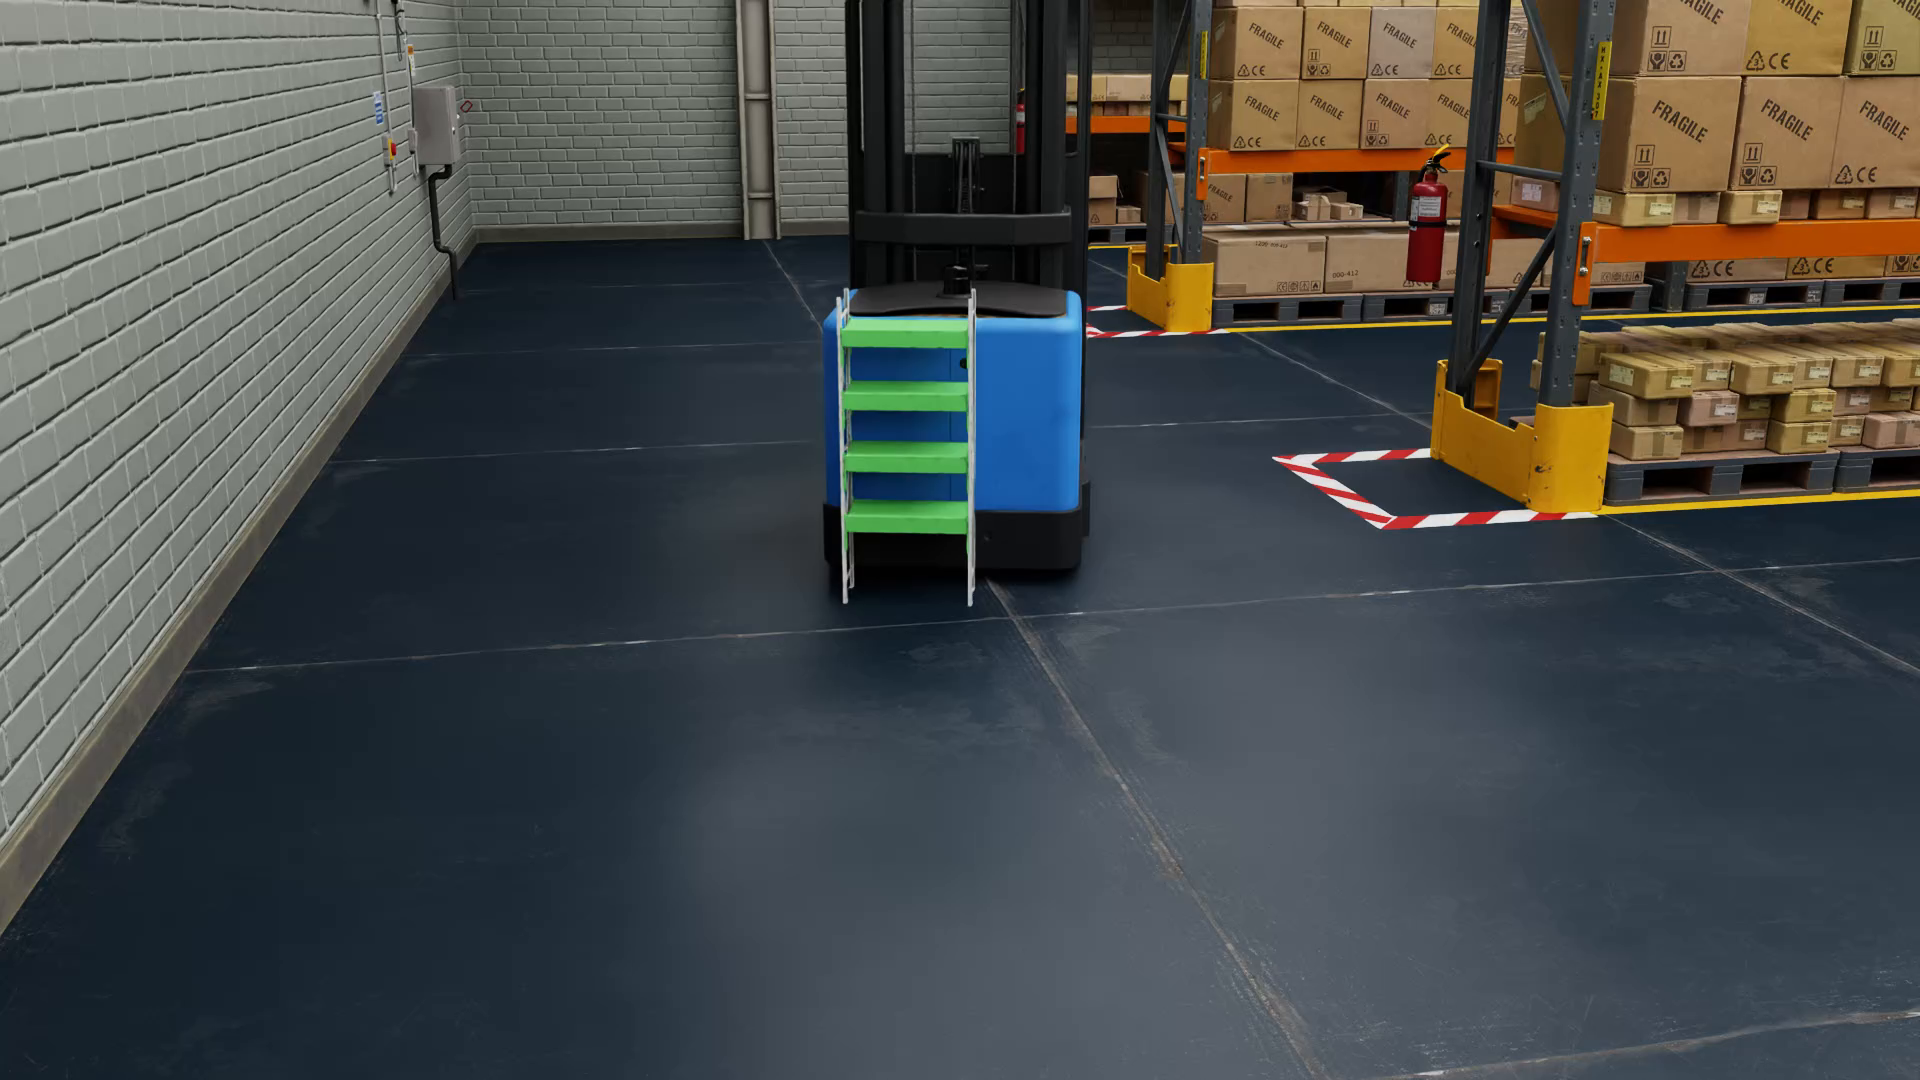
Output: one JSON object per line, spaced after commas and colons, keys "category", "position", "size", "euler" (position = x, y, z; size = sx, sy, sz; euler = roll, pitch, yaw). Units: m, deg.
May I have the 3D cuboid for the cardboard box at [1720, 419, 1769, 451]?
{"category": "cardboard box", "position": [3.725, -0.555, 8.149], "size": [0.250, 0.149, 0.380], "euler": [-3, 17, -10]}

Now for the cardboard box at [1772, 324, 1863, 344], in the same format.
{"category": "cardboard box", "position": [4.425, -1.009, 8.616], "size": [0.250, 0.149, 0.380], "euler": [-4, 17, -12]}

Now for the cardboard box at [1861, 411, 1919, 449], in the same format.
{"category": "cardboard box", "position": [4.491, -0.568, 8.192], "size": [0.250, 0.149, 0.380], "euler": [-4, 18, -13]}

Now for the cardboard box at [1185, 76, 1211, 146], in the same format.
{"category": "cardboard box", "position": [2.051, -3.298, 12.771], "size": [0.500, 0.500, 0.500], "euler": [-3, 17, -10]}

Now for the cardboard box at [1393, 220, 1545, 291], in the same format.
{"category": "cardboard box", "position": [4.040, -2.292, 13.314], "size": [0.875, 0.438, 0.875], "euler": [-4, 17, -12]}

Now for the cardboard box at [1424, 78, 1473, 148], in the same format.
{"category": "cardboard box", "position": [3.637, -3.231, 12.552], "size": [0.500, 0.500, 0.500], "euler": [-3, 17, -9]}

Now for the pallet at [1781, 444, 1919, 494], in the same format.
{"category": "pallet", "position": [4.741, -0.499, 8.577], "size": [1.213, 0.211, 1.003], "euler": [-3, 17, -10]}

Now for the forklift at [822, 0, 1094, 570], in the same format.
{"category": "forklift", "position": [0.056, -1.664, 7.737], "size": [1.130, 2.935, 3.031], "euler": [1, 17, 3]}

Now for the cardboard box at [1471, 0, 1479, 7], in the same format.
{"category": "cardboard box", "position": [3.808, -4.026, 12.333], "size": [0.250, 0.149, 0.380], "euler": [-3, 17, -10]}

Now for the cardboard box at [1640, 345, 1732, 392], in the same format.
{"category": "cardboard box", "position": [3.493, -0.830, 8.031], "size": [0.250, 0.149, 0.380], "euler": [-3, 17, -9]}

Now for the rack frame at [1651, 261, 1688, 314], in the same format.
{"category": "rack frame", "position": [5.555, -3.370, 13.175], "size": [0.127, 3.000, 1.000], "euler": [-3, 17, -10]}

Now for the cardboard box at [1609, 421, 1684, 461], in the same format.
{"category": "cardboard box", "position": [3.241, -0.501, 7.974], "size": [0.250, 0.149, 0.380], "euler": [-3, 17, -9]}

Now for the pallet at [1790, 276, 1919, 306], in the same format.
{"category": "pallet", "position": [7.499, -2.171, 14.020], "size": [1.213, 0.211, 1.003], "euler": [-3, 17, -10]}

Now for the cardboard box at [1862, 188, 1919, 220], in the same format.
{"category": "cardboard box", "position": [4.310, -1.623, 7.914], "size": [0.250, 0.149, 0.380], "euler": [-4, 17, -12]}

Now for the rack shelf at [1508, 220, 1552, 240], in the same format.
{"category": "rack shelf", "position": [4.630, -1.562, 8.269], "size": [3.687, 0.071, 0.831], "euler": [-3, 17, -10]}

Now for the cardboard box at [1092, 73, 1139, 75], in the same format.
{"category": "cardboard box", "position": [1.590, -4.779, 17.511], "size": [0.500, 0.250, 0.500], "euler": [-3, 17, -10]}

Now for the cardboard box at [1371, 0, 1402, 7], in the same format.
{"category": "cardboard box", "position": [3.053, -3.989, 12.213], "size": [0.250, 0.149, 0.380], "euler": [-3, 17, -10]}

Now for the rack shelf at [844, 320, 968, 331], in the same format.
{"category": "rack shelf", "position": [-0.198, -0.801, 6.276], "size": [0.457, 0.021, 0.221], "euler": [1, 17, 3]}

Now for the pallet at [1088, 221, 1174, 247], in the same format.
{"category": "pallet", "position": [1.540, -3.294, 17.676], "size": [1.213, 0.211, 1.003], "euler": [-3, 17, -10]}

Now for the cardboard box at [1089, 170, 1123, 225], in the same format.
{"category": "cardboard box", "position": [1.301, -3.592, 17.435], "size": [0.637, 0.503, 0.797], "euler": [-4, 18, -13]}

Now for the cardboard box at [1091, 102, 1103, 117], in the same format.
{"category": "cardboard box", "position": [1.298, -4.425, 17.036], "size": [0.250, 0.149, 0.380], "euler": [-3, 17, -9]}

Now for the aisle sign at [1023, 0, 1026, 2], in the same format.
{"category": "aisle sign", "position": [0.671, -5.732, 16.438], "size": [0.004, 0.787, 0.394], "euler": [-3, 17, -10]}

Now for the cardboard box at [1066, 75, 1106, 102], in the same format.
{"category": "cardboard box", "position": [1.179, -4.596, 16.916], "size": [0.500, 0.250, 0.500], "euler": [-3, 17, -10]}

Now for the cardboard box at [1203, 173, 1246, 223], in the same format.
{"category": "cardboard box", "position": [2.686, -3.628, 17.556], "size": [0.500, 0.500, 0.500], "euler": [-3, 17, -9]}

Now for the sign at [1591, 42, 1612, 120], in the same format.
{"category": "sign", "position": [2.769, -1.983, 7.186], "size": [0.005, 0.325, 0.100], "euler": [-3, 17, -10]}

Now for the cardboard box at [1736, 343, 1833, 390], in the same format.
{"category": "cardboard box", "position": [3.992, -0.844, 8.079], "size": [0.250, 0.149, 0.380], "euler": [-4, 18, -13]}

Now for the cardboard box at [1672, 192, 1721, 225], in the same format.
{"category": "cardboard box", "position": [3.289, -1.555, 7.695], "size": [0.250, 0.149, 0.380], "euler": [-3, 17, -8]}

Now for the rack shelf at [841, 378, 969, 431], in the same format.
{"category": "rack shelf", "position": [-0.198, -0.520, 6.362], "size": [0.480, 0.148, 0.258], "euler": [1, 17, 3]}

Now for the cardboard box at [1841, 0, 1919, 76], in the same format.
{"category": "cardboard box", "position": [4.167, -2.395, 7.620], "size": [0.500, 0.500, 0.500], "euler": [-4, 17, -12]}

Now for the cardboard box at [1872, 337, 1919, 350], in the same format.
{"category": "cardboard box", "position": [4.762, -0.900, 8.260], "size": [0.250, 0.149, 0.380], "euler": [-3, 17, -10]}

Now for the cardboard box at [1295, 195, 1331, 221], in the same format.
{"category": "cardboard box", "position": [3.768, -3.559, 17.731], "size": [0.258, 0.266, 0.396], "euler": [-3, 17, -8]}

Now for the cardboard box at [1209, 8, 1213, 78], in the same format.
{"category": "cardboard box", "position": [2.056, -3.768, 12.599], "size": [0.500, 0.500, 0.500], "euler": [-3, 17, -9]}

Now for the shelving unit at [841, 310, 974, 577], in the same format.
{"category": "shelving unit", "position": [-0.195, -0.352, 6.414], "size": [0.487, 1.046, 0.258], "euler": [1, 17, 3]}

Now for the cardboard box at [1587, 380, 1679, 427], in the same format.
{"category": "cardboard box", "position": [6.130, -0.860, 8.545], "size": [6.161, 0.500, 0.689], "euler": [-3, 17, -8]}

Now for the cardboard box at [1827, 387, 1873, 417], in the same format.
{"category": "cardboard box", "position": [4.247, -0.725, 8.195], "size": [0.250, 0.149, 0.380], "euler": [-4, 18, -13]}

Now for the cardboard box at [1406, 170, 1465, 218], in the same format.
{"category": "cardboard box", "position": [5.128, -3.769, 18.015], "size": [0.500, 0.500, 0.500], "euler": [-2, 17, -8]}
